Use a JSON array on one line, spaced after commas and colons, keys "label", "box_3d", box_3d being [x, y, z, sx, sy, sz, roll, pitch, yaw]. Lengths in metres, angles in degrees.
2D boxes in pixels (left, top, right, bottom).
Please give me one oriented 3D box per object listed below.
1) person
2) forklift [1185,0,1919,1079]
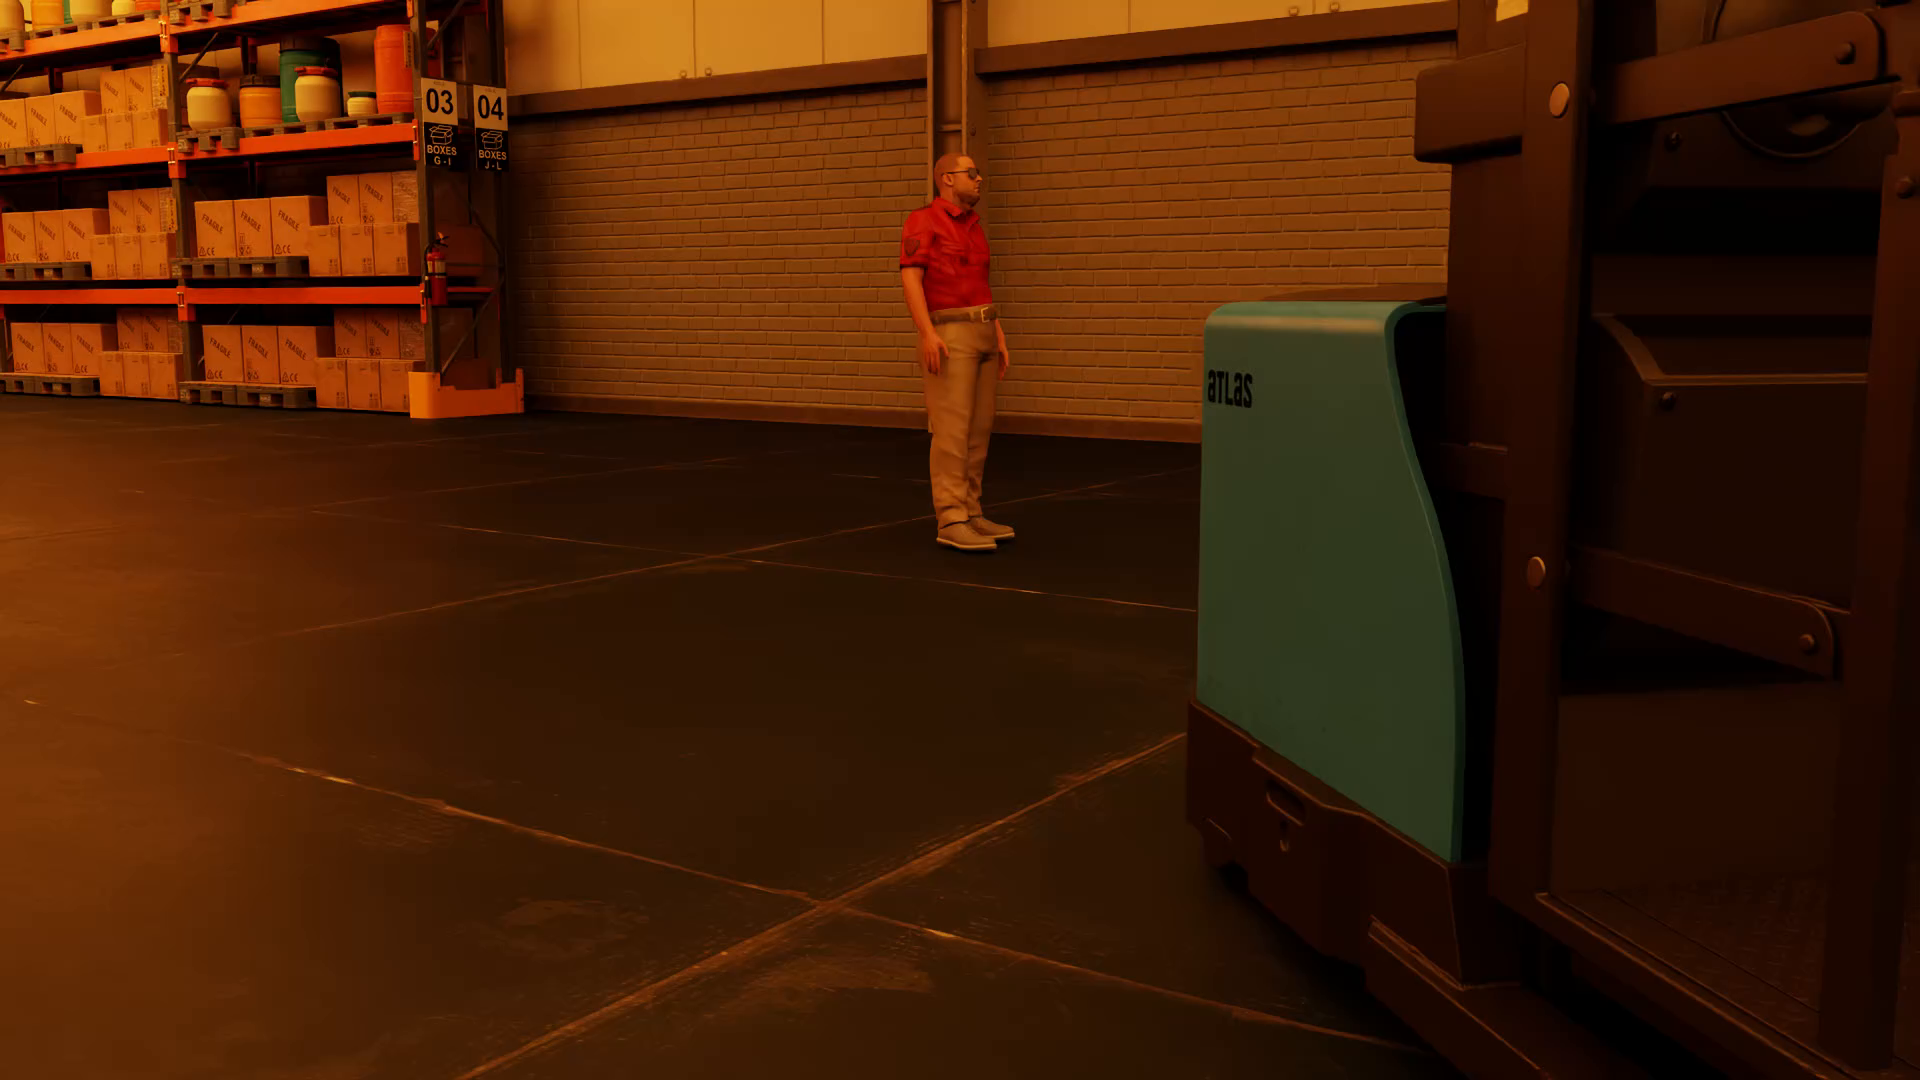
[{"label": "person", "box_3d": [0.067, -0.854, 7.421, 0.551, 1.727, 0.640, 5, 10, 34]}, {"label": "forklift", "box_3d": [1.270, -0.653, 1.788, 1.130, 2.935, 3.031, -2, 8, -13]}]
